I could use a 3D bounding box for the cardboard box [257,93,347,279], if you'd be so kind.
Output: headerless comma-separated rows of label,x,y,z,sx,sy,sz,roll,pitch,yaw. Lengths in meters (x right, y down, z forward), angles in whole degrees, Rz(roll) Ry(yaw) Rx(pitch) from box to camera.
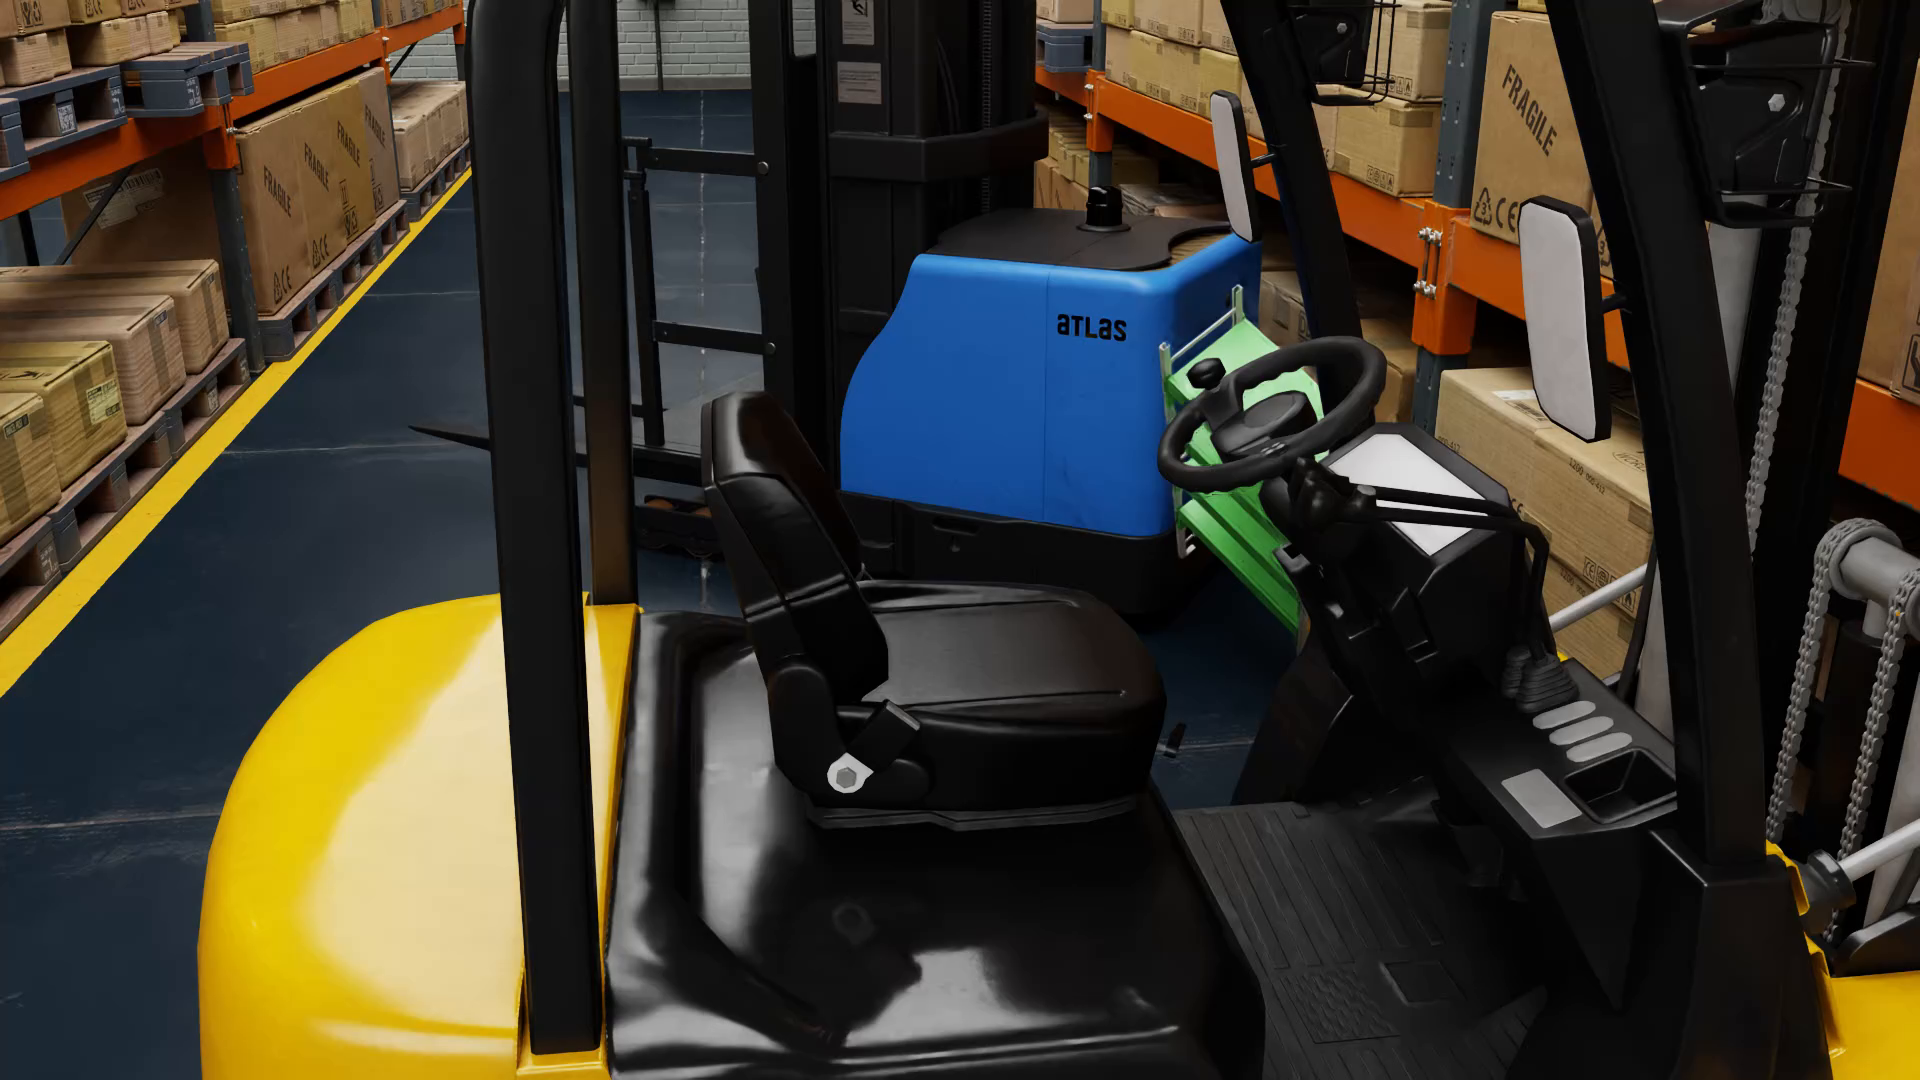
cardboard box,-3.919,-1.923,9.015,0.875,0.875,0.875,-3,21,-7

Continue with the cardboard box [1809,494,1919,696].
cardboard box,1.616,0.119,3.010,0.500,0.250,0.500,-2,21,-6

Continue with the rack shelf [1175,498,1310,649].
rack shelf,0.837,0.025,4.491,0.258,0.148,0.480,-38,66,-8

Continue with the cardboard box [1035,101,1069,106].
cardboard box,0.510,-2.818,11.019,0.380,0.149,0.250,-4,21,-11

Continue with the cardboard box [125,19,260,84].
cardboard box,-3.599,-2.281,7.752,0.500,0.250,0.500,-3,21,-9

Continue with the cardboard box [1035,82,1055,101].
cardboard box,0.430,-3.050,11.215,0.380,0.149,0.250,-4,21,-10

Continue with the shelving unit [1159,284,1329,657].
shelving unit,0.790,-0.098,4.217,0.258,1.200,0.503,-38,66,-8

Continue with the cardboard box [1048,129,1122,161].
cardboard box,0.718,-2.275,9.567,0.380,0.149,0.250,-3,21,-9

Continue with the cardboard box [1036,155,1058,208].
cardboard box,0.720,-1.937,9.589,0.500,0.500,0.500,-2,21,-5

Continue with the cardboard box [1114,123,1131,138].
cardboard box,1.128,-2.392,9.879,0.380,0.149,0.250,-3,21,-7

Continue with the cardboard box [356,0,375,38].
cardboard box,-4.040,-3.342,10.590,0.500,0.250,0.500,-3,21,-9

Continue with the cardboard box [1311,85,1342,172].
cardboard box,1.301,-1.301,5.127,0.500,0.250,0.500,-3,21,-8

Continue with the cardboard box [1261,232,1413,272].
cardboard box,1.409,-0.830,6.445,0.875,0.625,0.625,-4,21,-10

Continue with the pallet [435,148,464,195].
pallet,-4.566,-2.939,13.283,1.003,0.211,1.213,-3,21,-8

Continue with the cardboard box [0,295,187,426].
cardboard box,-3.592,-0.684,6.416,0.950,0.372,0.625,-3,21,-9

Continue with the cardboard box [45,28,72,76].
cardboard box,-3.196,-1.615,5.511,0.380,0.149,0.250,-4,21,-9

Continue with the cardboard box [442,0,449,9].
cardboard box,-4.542,-4.658,13.758,0.500,0.500,0.500,-3,21,-9

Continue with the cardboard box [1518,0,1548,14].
cardboard box,1.496,-1.263,3.742,0.380,0.149,0.250,-3,21,-9

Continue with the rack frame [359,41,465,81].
rack frame,-4.931,-4.939,14.654,1.000,3.000,0.127,-3,21,-8

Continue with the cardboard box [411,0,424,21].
cardboard box,-4.297,-4.124,12.328,0.500,0.500,0.500,-3,21,-7

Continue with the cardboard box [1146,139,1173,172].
cardboard box,1.240,-2.123,9.157,0.380,0.149,0.250,-3,21,-7

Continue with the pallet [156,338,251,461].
pallet,-3.666,-0.593,7.001,1.003,0.211,1.213,-3,21,-8

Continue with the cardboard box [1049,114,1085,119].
cardboard box,0.596,-2.549,10.300,0.380,0.149,0.250,-2,21,-6

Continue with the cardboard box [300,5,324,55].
cardboard box,-3.835,-2.811,9.170,0.500,0.250,0.500,-3,21,-8

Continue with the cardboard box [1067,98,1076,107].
cardboard box,0.939,-2.932,11.325,0.380,0.149,0.250,-3,21,-8

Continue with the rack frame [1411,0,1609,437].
rack frame,1.710,-1.036,4.204,1.000,3.000,0.127,-3,21,-8

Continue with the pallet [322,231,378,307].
pallet,-3.989,-1.562,9.595,1.003,0.211,1.213,-3,21,-8

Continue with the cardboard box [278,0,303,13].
cardboard box,-3.739,-2.874,8.623,0.500,0.250,0.500,-3,21,-8

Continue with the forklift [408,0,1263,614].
forklift,-0.562,-1.468,5.457,3.031,2.935,1.130,10,23,24

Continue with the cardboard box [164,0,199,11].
cardboard box,-3.437,-2.409,6.711,0.500,0.500,0.500,-4,21,-9

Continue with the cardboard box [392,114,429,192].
cardboard box,-4.339,-2.774,11.917,0.875,0.438,0.875,-3,21,-9

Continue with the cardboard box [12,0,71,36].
cardboard box,-3.200,-1.867,5.259,0.500,0.500,0.500,-4,21,-10

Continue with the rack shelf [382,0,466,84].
rack shelf,-4.643,-3.910,12.926,1.077,0.370,4.000,-3,21,-8

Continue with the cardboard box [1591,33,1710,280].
cardboard box,1.607,-0.737,3.259,0.500,0.500,0.500,-3,21,-7

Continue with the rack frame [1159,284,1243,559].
rack frame,0.641,-0.264,4.317,0.240,1.200,0.015,-38,66,-8

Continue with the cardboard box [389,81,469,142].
cardboard box,-4.737,-3.712,14.430,0.875,0.438,0.875,-4,21,-10

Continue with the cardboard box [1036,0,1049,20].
cardboard box,0.661,-2.897,8.799,0.500,0.250,0.500,-4,21,-10

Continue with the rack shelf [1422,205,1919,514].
rack shelf,1.999,-0.007,2.475,1.077,0.370,4.000,-3,21,-8

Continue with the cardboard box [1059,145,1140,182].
cardboard box,0.742,-2.002,8.835,0.380,0.149,0.250,-4,21,-11

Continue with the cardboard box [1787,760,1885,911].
cardboard box,1.682,0.528,2.631,0.500,0.250,0.500,-3,21,-8

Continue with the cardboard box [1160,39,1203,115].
cardboard box,1.105,-1.833,6.550,0.500,0.250,0.500,-4,21,-10

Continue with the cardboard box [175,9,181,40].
cardboard box,-3.498,-2.147,6.936,0.380,0.149,0.250,-2,21,-6

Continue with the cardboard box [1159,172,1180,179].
cardboard box,1.299,-1.778,9.162,0.500,0.500,0.500,-3,21,-8

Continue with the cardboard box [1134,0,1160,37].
cardboard box,1.027,-2.246,6.942,0.500,0.250,0.500,-2,21,-6

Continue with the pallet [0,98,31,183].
pallet,-3.167,-0.967,4.292,1.003,0.211,1.213,-3,21,-8

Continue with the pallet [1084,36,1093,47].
pallet,0.849,-3.004,9.747,1.003,0.211,1.213,-3,21,-8

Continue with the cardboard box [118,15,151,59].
cardboard box,-3.278,-1.885,6.236,0.380,0.149,0.250,-4,21,-10
